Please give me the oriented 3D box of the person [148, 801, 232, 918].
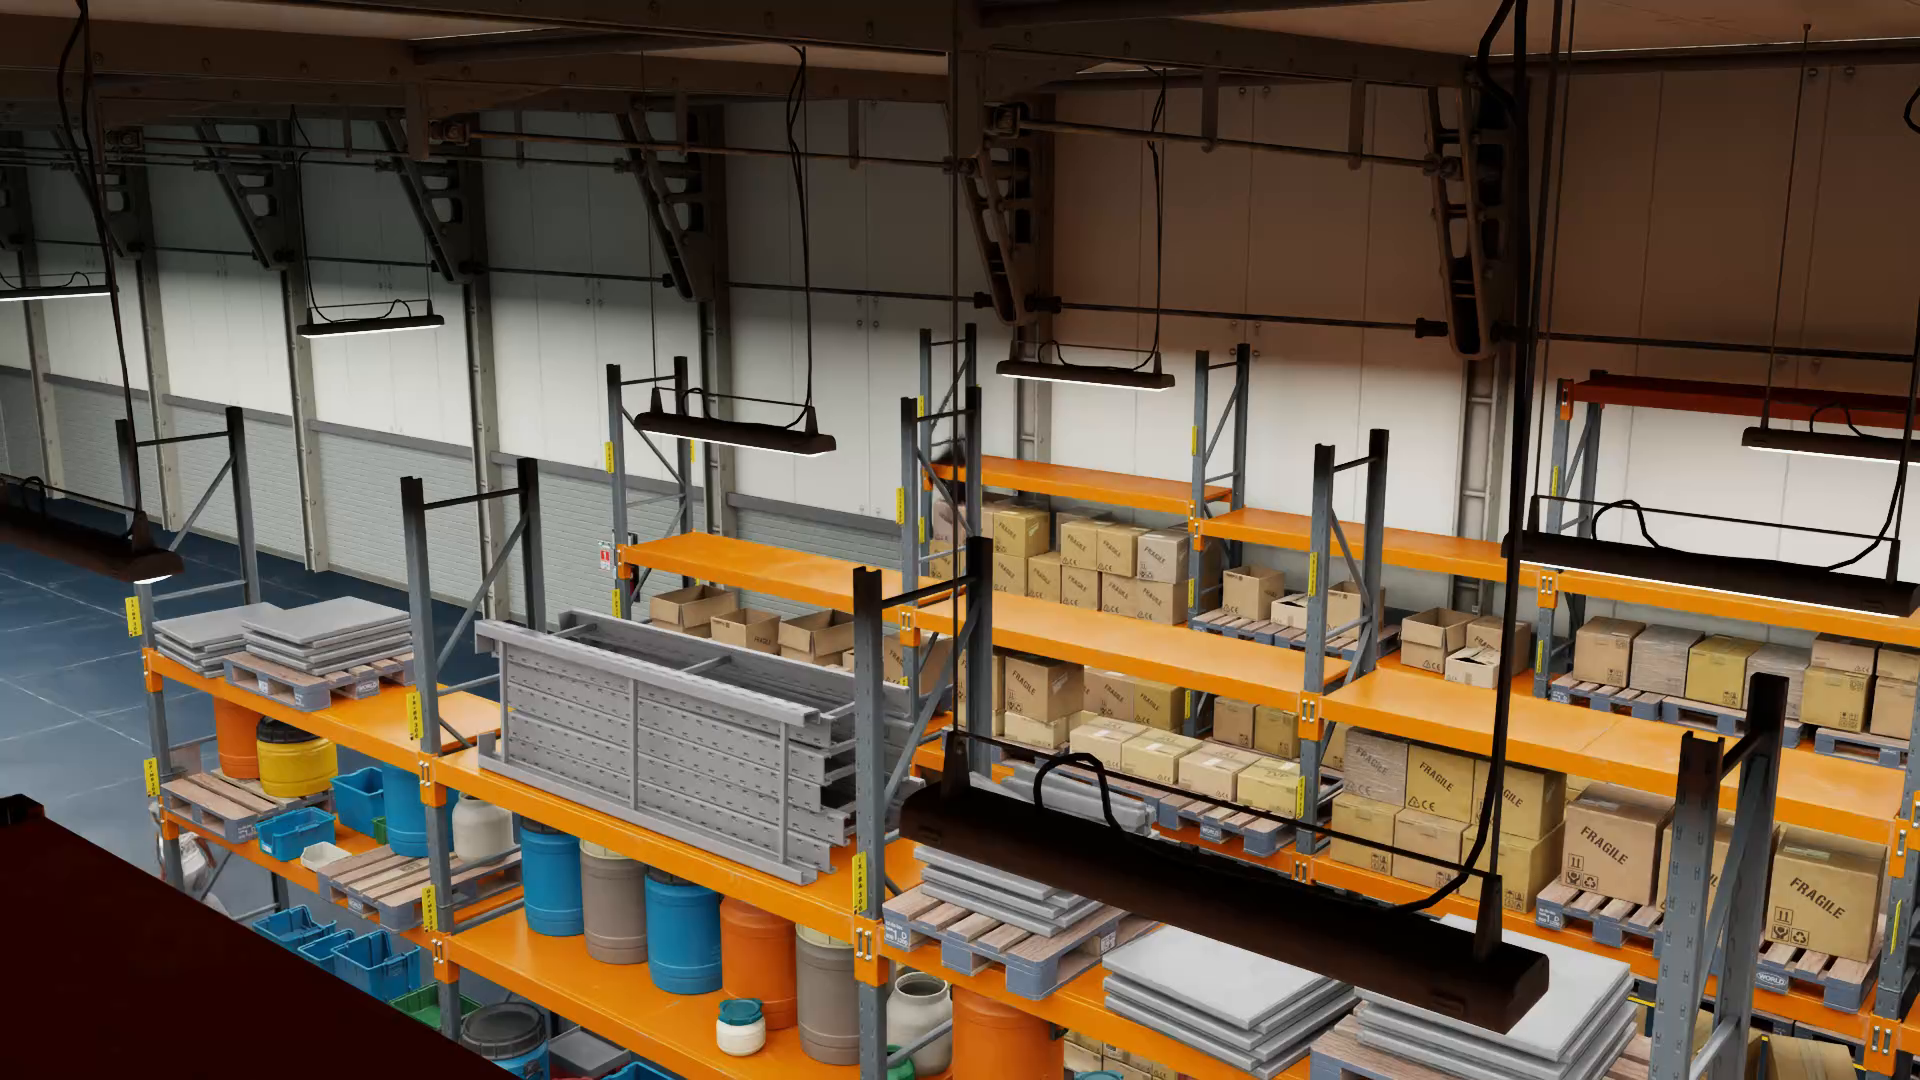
[{"bbox_3d":[-8.007,3.455,17.350,0.620,1.592,0.729,2,13,7],"label":"person"}]
